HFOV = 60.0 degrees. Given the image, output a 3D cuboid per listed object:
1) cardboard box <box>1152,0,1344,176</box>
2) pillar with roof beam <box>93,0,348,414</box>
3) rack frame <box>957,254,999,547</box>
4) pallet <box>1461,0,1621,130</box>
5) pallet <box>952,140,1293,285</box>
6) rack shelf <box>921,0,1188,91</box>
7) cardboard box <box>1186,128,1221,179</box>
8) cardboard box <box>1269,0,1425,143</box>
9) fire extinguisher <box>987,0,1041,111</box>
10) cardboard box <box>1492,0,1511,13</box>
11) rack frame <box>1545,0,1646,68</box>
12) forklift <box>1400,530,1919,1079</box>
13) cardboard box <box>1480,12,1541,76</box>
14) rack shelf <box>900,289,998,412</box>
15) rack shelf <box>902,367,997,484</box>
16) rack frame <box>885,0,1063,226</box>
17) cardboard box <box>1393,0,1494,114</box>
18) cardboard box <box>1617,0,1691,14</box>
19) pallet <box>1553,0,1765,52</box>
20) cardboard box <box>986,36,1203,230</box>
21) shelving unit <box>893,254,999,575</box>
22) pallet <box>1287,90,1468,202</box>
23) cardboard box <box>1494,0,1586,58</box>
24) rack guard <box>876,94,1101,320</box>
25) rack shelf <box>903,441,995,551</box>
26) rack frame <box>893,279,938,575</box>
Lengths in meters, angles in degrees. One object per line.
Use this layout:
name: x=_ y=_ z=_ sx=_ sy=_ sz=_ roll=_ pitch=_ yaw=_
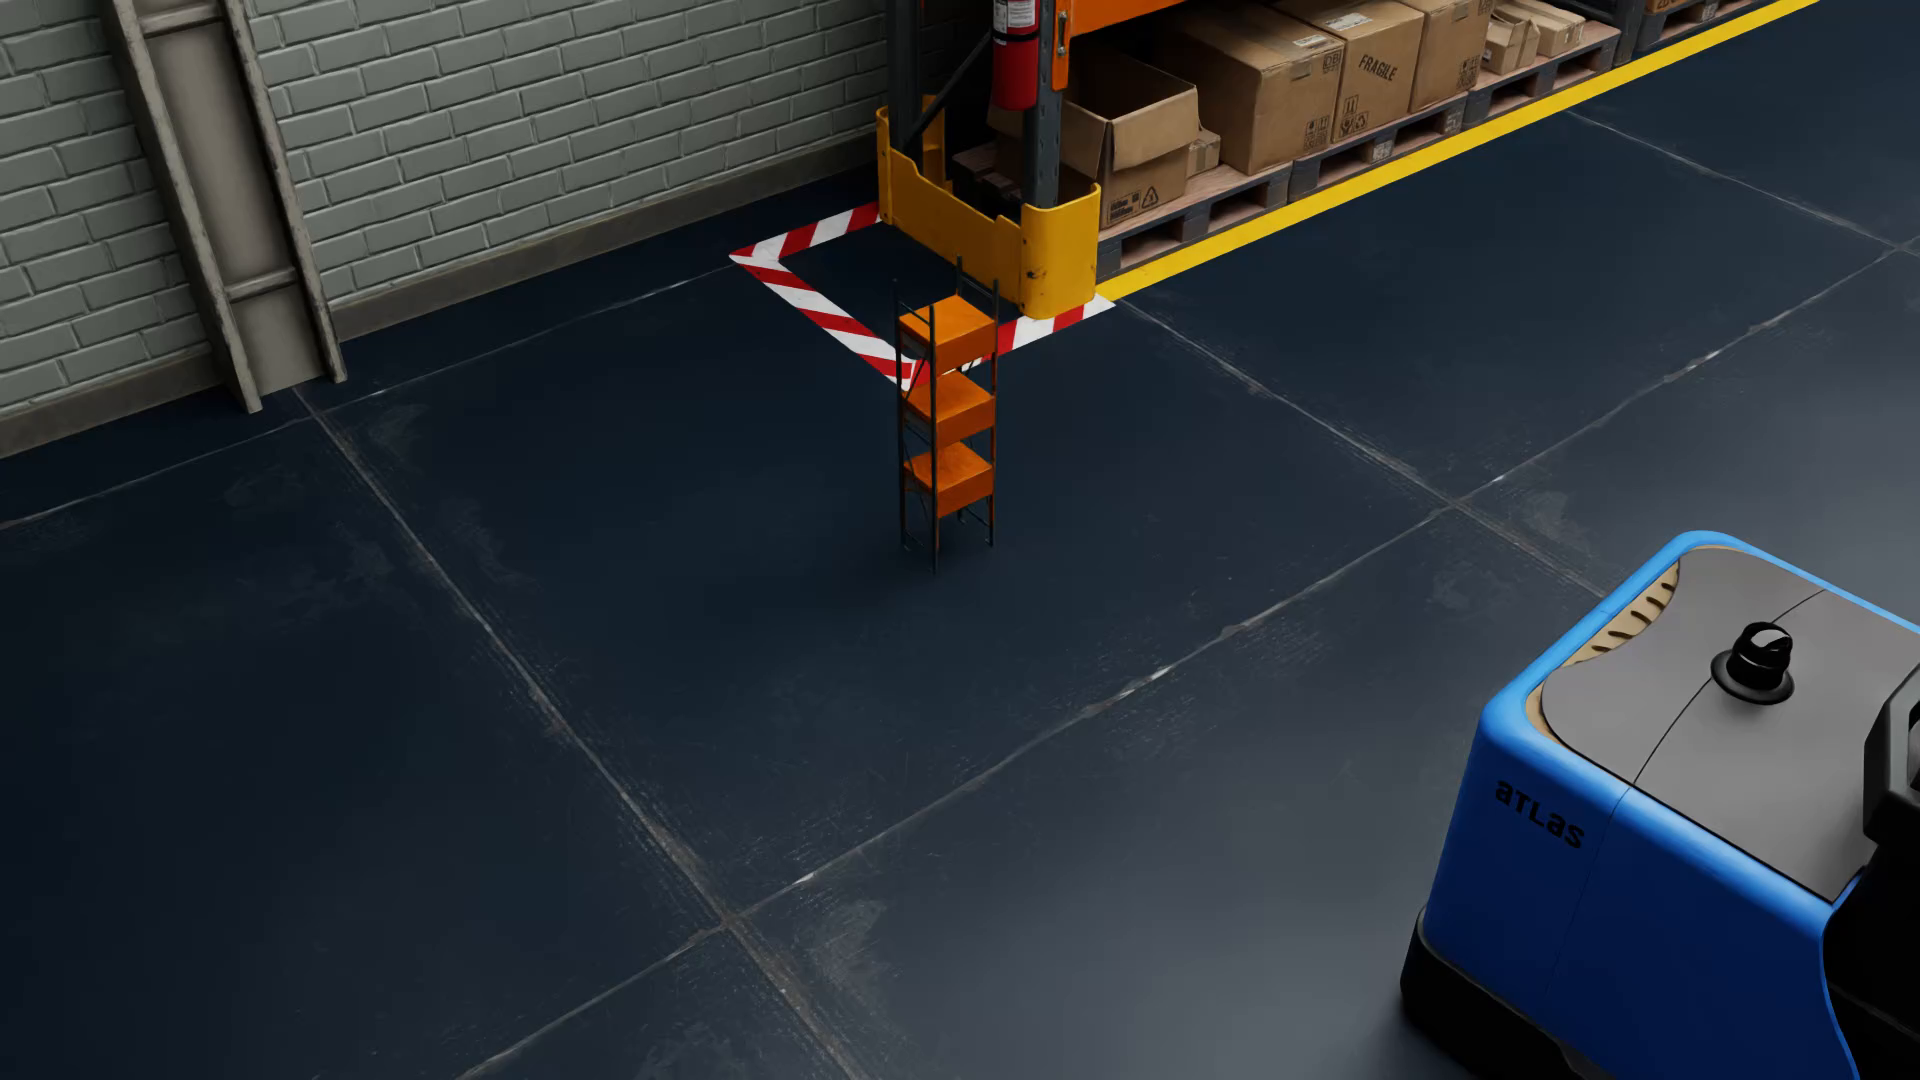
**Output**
cardboard box: x=1.284 y=-2.076 z=7.556 sx=0.500 sy=0.500 sz=0.700 roll=-24 pitch=45 yaw=-26
pillar with roof beam: x=-0.024 y=-1.947 z=1.028 sx=0.400 sy=9.000 sz=9.100 roll=-26 pitch=46 yaw=-28
rack frame: x=0.054 y=-0.432 z=5.449 sx=0.008 sy=1.050 sz=0.200 roll=-26 pitch=46 yaw=-28
pallet: x=2.667 y=-2.584 z=8.733 sx=1.213 sy=0.211 sz=1.003 roll=-26 pitch=46 yaw=-28
pallet: x=0.732 y=-1.641 z=7.584 sx=1.213 sy=0.211 sz=1.003 roll=-26 pitch=46 yaw=-28
rack shelf: x=1.626 y=-2.876 z=7.458 sx=4.000 sy=0.370 sz=1.077 roll=-26 pitch=46 yaw=-28
cardboard box: x=0.944 y=-1.774 z=7.465 sx=0.250 sy=0.149 sz=0.380 roll=-28 pitch=47 yaw=-30
cardboard box: x=1.765 y=-2.230 z=7.744 sx=0.500 sy=0.500 sz=0.500 roll=-25 pitch=46 yaw=-27
fire extinguisher: x=0.205 y=-1.918 z=6.077 sx=0.183 sy=0.674 sz=0.296 roll=-26 pitch=46 yaw=-28
cardboard box: x=2.544 y=-2.913 z=8.725 sx=0.500 sy=0.311 sz=0.500 roll=-24 pitch=45 yaw=-27
rack frame: x=3.212 y=-3.927 z=8.172 sx=0.127 sy=3.000 sz=1.000 roll=-26 pitch=46 yaw=-28
forklift: x=2.503 y=0.535 z=2.787 sx=1.130 sy=2.935 sz=3.031 roll=-31 pitch=49 yaw=-32
cardboard box: x=2.666 y=-2.531 z=8.295 sx=0.258 sy=0.266 sz=0.396 roll=-24 pitch=45 yaw=-27
rack shelf: x=-0.042 y=-0.596 z=5.219 sx=0.240 sy=0.259 sz=0.215 roll=-26 pitch=46 yaw=-28
rack shelf: x=-0.042 y=-0.377 z=5.399 sx=0.240 sy=0.259 sz=0.215 roll=-26 pitch=46 yaw=-28
rack frame: x=0.040 y=-2.381 z=6.287 sx=0.127 sy=3.000 sz=1.000 roll=-26 pitch=46 yaw=-28
cardboard box: x=2.108 y=-2.478 z=8.045 sx=0.500 sy=0.500 sz=0.700 roll=-28 pitch=47 yaw=-30
cardboard box: x=3.733 y=-3.197 z=8.921 sx=0.500 sy=0.500 sz=0.500 roll=-24 pitch=45 yaw=-26
pallet: x=3.834 y=-3.182 z=9.463 sx=1.213 sy=0.211 sz=1.003 roll=-26 pitch=46 yaw=-28
cardboard box: x=0.583 y=-1.767 z=7.176 sx=0.637 sy=0.503 sz=0.797 roll=-28 pitch=47 yaw=-30
shelving unit: x=-0.042 y=-0.385 z=5.392 sx=0.252 sy=1.050 sz=0.215 roll=-26 pitch=46 yaw=-28
pallet: x=1.699 y=-2.110 z=8.155 sx=1.213 sy=0.211 sz=1.003 roll=-26 pitch=46 yaw=-28
cardboard box: x=2.949 y=-2.624 z=8.500 sx=0.250 sy=0.149 sz=0.380 roll=-27 pitch=47 yaw=-29
rack guard: x=0.101 y=-1.444 z=7.116 sx=0.348 sy=0.500 sz=1.175 roll=-26 pitch=46 yaw=-28
rack shelf: x=-0.042 y=-0.162 z=5.575 sx=0.240 sy=0.259 sz=0.215 roll=-26 pitch=46 yaw=-28
rack frame: x=-0.139 y=-0.338 z=5.334 sx=0.008 sy=1.050 sz=0.200 roll=-26 pitch=46 yaw=-28
